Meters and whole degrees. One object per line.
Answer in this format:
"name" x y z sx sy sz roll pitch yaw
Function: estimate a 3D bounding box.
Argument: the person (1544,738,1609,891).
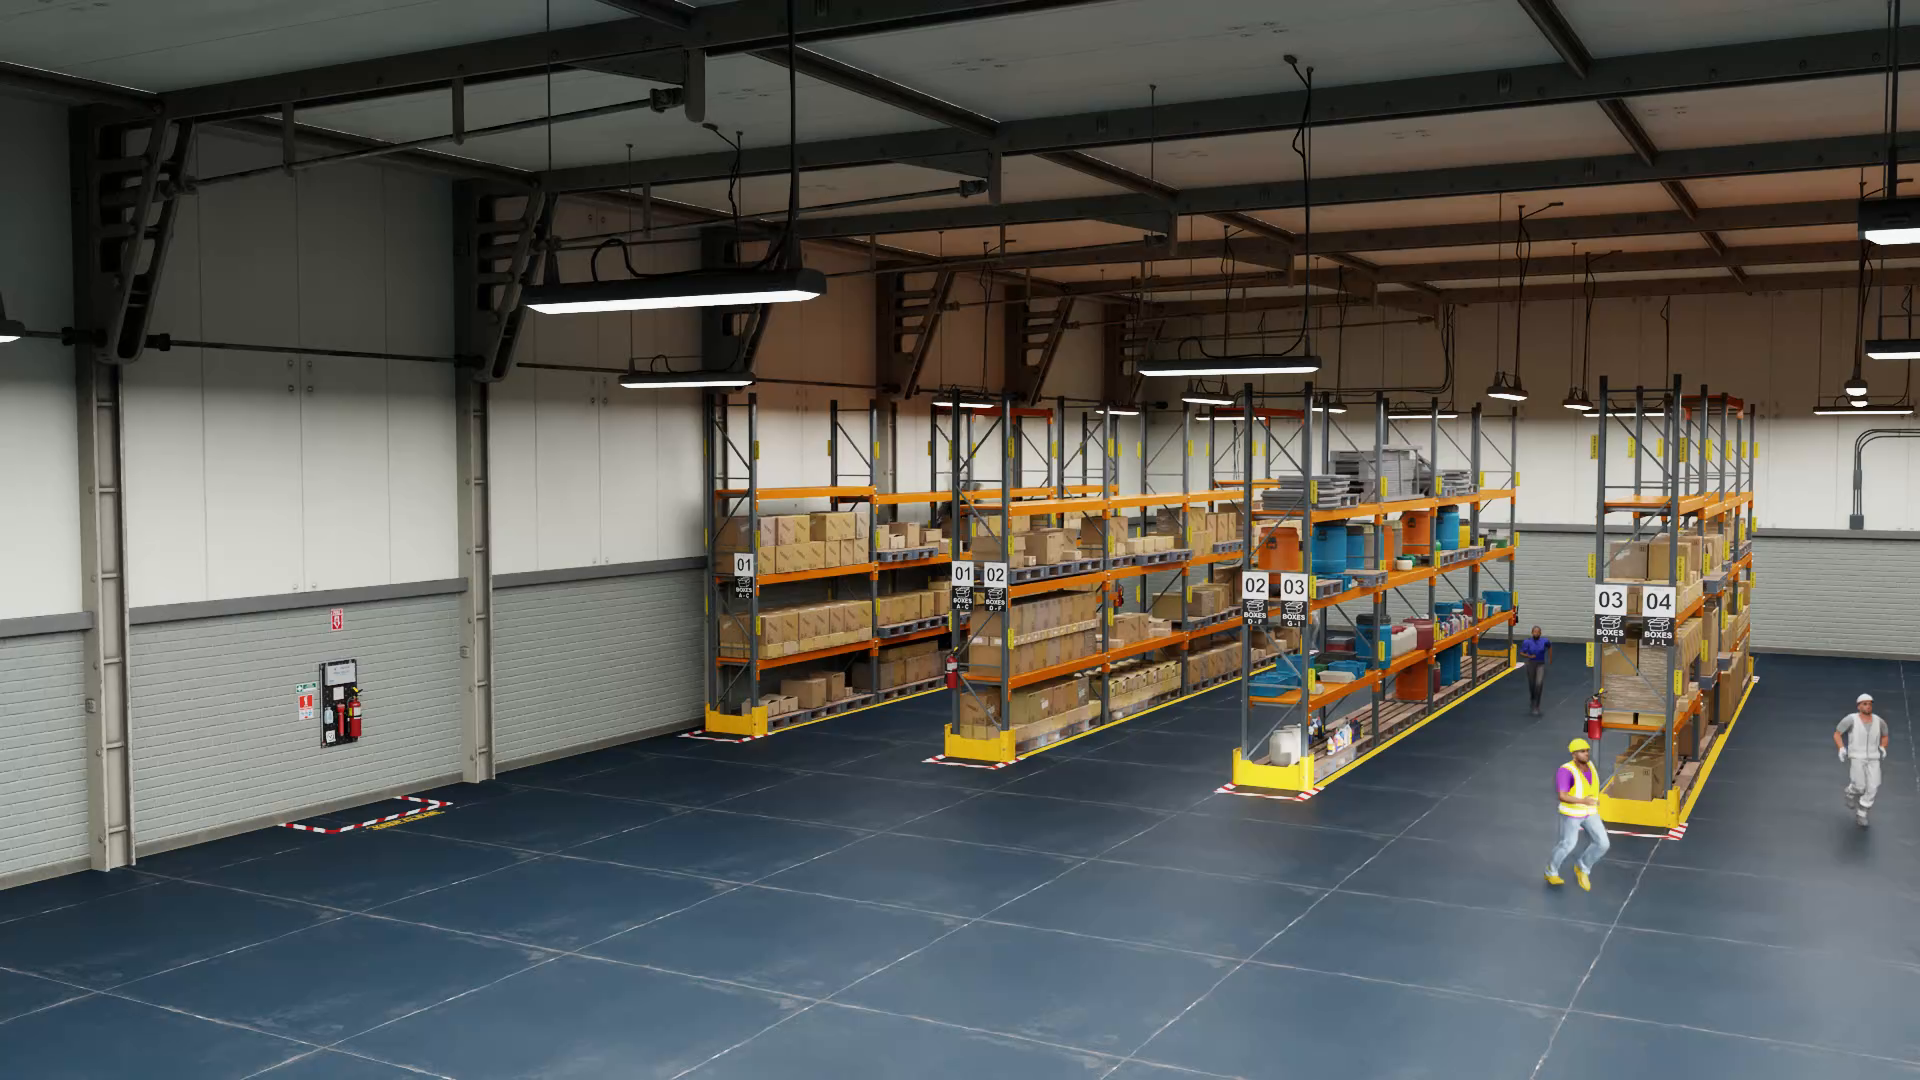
"person" 7.020 3.098 18.807 0.715 1.735 0.848 -1 3 -20

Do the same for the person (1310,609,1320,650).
"person" 8.826 1.883 41.846 0.753 1.795 0.702 2 4 34

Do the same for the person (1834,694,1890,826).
"person" 12.137 2.937 22.343 0.671 1.748 0.596 1 3 10

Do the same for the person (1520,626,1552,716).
"person" 10.999 2.470 31.769 0.600 1.692 0.924 1 3 15
